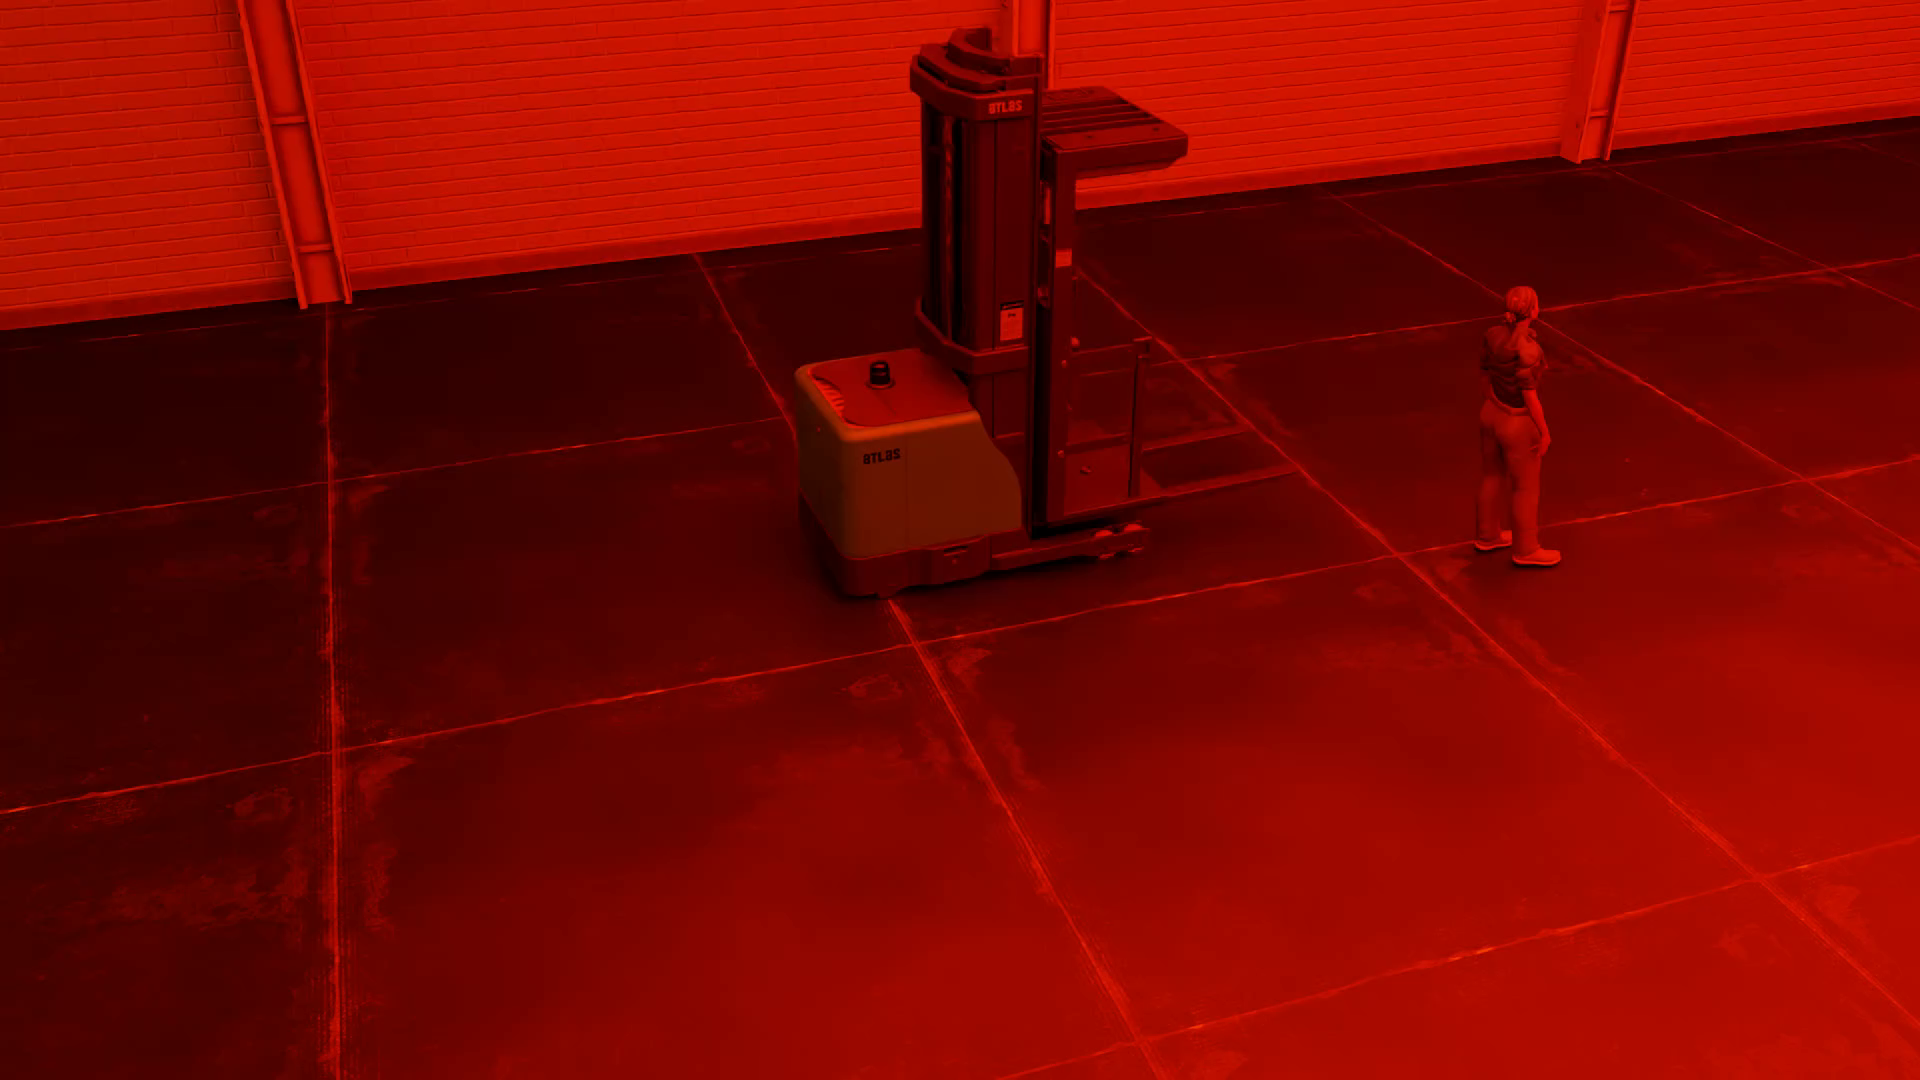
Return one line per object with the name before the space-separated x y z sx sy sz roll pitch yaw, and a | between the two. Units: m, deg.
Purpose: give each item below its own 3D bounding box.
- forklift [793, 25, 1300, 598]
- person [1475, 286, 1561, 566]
forklift | 0.589 -1.395 9.511 3.031 2.935 1.130 -11 32 -18
person | 3.223 -0.669 9.517 0.503 1.655 0.567 -10 31 -17
